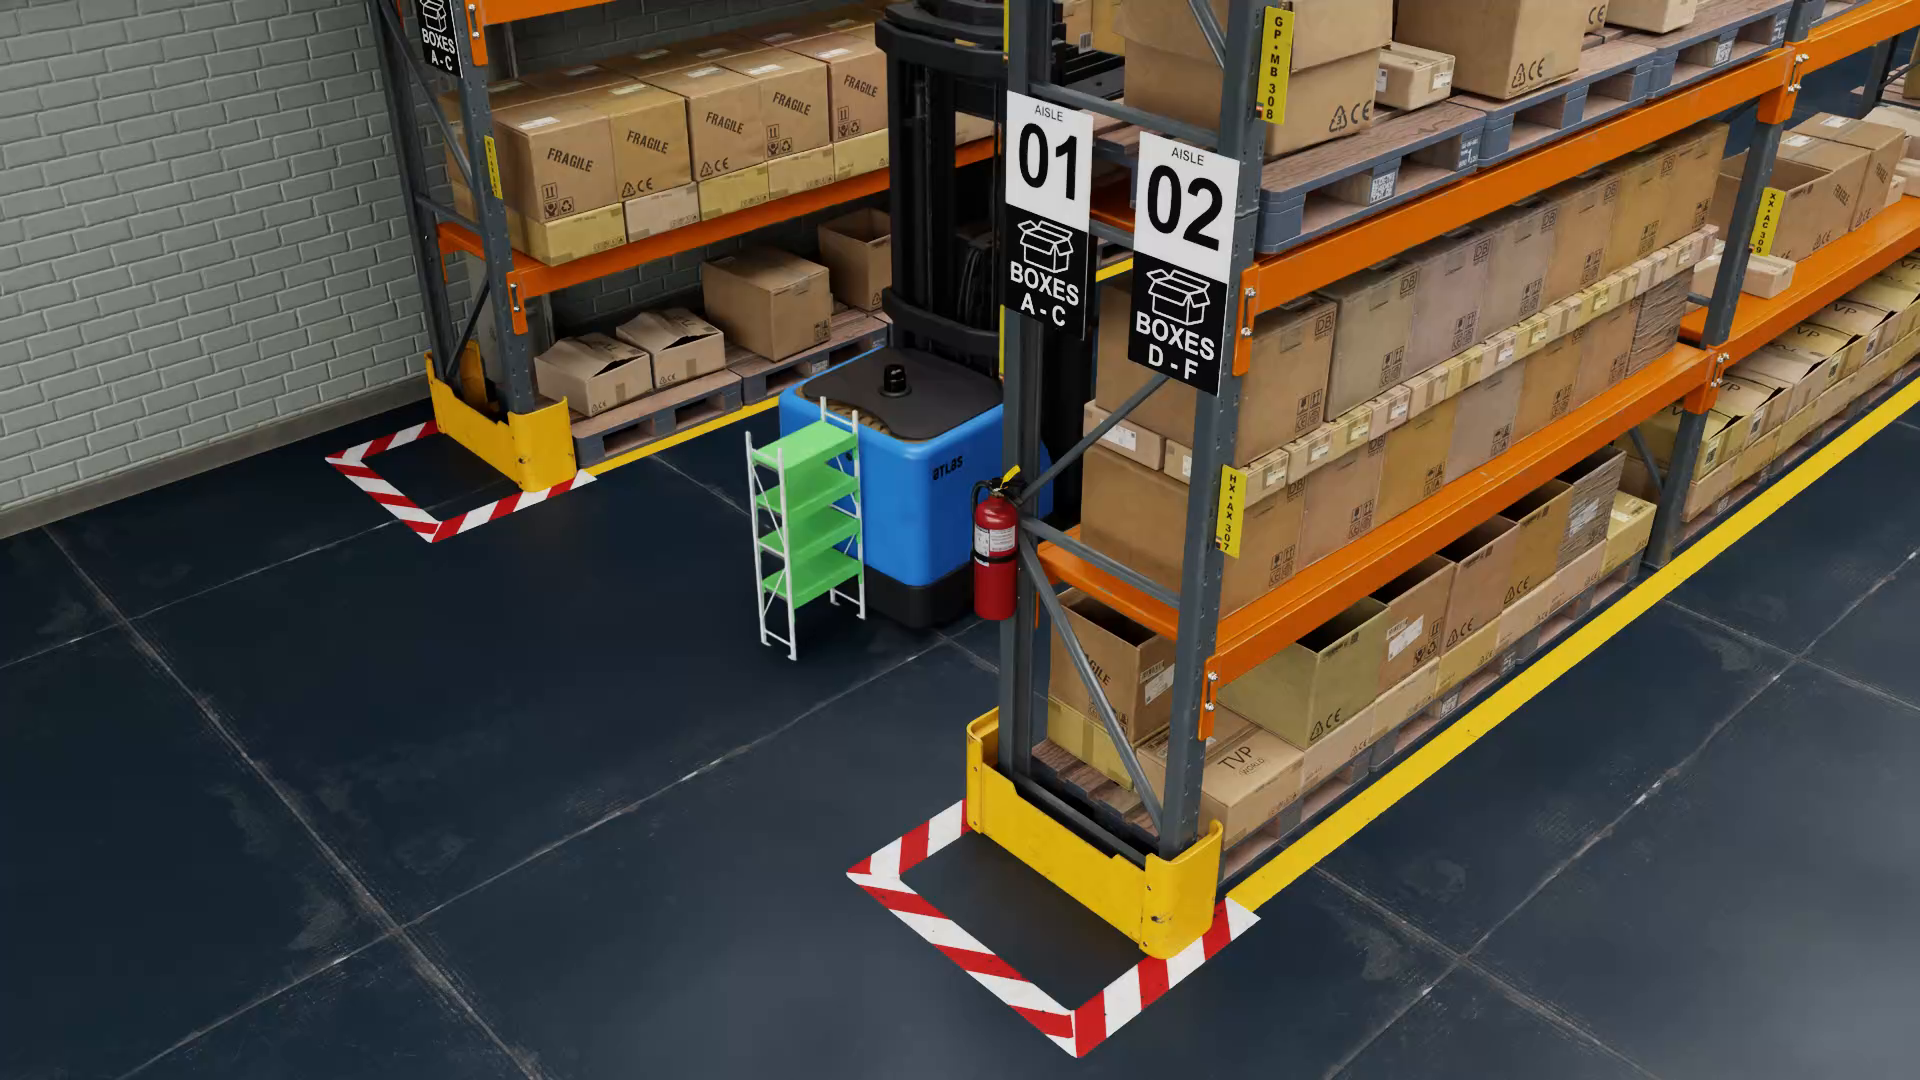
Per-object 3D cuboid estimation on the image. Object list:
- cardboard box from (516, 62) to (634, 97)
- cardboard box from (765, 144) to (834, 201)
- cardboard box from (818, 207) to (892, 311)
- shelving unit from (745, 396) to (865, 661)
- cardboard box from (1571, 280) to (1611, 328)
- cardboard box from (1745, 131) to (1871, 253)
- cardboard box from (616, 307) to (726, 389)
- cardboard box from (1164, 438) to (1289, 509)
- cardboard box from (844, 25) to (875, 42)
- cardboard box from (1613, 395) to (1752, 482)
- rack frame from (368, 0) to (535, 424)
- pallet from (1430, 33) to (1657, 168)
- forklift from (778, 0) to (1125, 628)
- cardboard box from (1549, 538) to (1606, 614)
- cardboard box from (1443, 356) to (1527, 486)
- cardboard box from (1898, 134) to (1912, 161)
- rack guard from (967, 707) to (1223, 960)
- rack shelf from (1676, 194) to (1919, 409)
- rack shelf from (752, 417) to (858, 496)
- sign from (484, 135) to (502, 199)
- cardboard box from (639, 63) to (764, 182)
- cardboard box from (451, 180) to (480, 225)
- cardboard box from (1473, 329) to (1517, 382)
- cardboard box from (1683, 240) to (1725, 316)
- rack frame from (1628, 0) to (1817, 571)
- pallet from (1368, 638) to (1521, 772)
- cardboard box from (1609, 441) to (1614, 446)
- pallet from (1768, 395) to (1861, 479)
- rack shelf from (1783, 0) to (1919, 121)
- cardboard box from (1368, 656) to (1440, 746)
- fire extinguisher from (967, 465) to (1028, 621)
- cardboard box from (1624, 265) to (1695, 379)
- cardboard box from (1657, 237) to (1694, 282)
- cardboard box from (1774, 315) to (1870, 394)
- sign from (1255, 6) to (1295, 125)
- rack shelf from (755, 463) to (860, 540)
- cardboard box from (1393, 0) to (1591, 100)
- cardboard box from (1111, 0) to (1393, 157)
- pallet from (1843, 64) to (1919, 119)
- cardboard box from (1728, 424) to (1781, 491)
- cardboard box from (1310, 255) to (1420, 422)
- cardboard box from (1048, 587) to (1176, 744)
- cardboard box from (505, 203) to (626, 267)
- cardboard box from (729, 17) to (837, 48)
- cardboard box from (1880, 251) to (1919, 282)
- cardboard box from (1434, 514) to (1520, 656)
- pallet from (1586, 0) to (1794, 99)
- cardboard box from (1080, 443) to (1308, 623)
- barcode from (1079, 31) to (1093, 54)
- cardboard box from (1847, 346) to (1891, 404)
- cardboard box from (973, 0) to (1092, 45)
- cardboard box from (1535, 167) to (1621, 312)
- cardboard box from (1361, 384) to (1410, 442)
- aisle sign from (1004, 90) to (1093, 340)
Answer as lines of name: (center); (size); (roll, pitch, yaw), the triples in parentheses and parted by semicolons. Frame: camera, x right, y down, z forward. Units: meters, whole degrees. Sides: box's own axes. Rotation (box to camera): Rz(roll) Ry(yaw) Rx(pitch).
cardboard box: (-2.251, -2.488, 9.849); (0.500, 0.500, 0.500); (-25, 39, -35)
cardboard box: (-1.133, -2.343, 10.331); (0.500, 0.250, 0.500); (-25, 40, -35)
cardboard box: (-0.629, -1.957, 11.549); (0.500, 0.500, 0.500); (26, 40, 35)
shelving unit: (-0.746, -0.049, 8.178); (0.258, 1.200, 0.503); (25, 40, 35)
cardboard box: (2.675, -1.106, 7.466); (0.250, 0.149, 0.380); (-26, 40, -36)
cardboard box: (4.804, -1.999, 9.547); (0.500, 0.500, 0.500); (-26, 40, -35)
cardboard box: (-1.841, -1.254, 10.581); (0.500, 0.311, 0.500); (-22, 38, -32)
cardboard box: (0.977, -0.283, 6.119); (0.250, 0.149, 0.380); (-26, 40, -36)
cardboard box: (-0.393, -3.018, 10.716); (0.500, 0.500, 0.500); (-26, 40, -36)
cardboard box: (3.948, -0.622, 9.087); (0.500, 0.311, 0.500); (-26, 40, -35)
rack frame: (-2.828, -1.800, 9.319); (0.127, 3.000, 1.000); (-26, 40, -35)
pallet: (1.974, -1.824, 6.567); (1.213, 0.211, 1.003); (-26, 40, -35)
forklift: (0.418, -1.494, 8.883); (1.130, 2.935, 3.031); (25, 39, 35)
cardboard box: (2.911, 0.090, 8.460); (0.500, 0.250, 0.500); (-26, 40, -35)
cardboard box: (2.027, -0.660, 7.358); (0.500, 0.500, 0.700); (-24, 39, -34)
cardboard box: (5.622, -2.463, 10.488); (0.500, 0.311, 0.500); (-26, 40, -36)
rack guard: (0.525, 1.168, 6.860); (0.348, 0.500, 1.175); (-26, 40, -35)
rack shelf: (4.943, -1.728, 9.890); (4.000, 0.370, 1.077); (-26, 40, -35)
rack shelf: (-0.747, -0.403, 7.960); (0.258, 0.148, 0.480); (25, 40, 35)
sign: (-2.459, -1.962, 8.753); (0.005, 0.325, 0.100); (-26, 40, -35)
cardboard box: (-1.521, -2.471, 9.822); (0.500, 0.500, 0.500); (-27, 41, -37)
cardboard box: (-2.617, -1.985, 9.745); (0.500, 0.250, 0.500); (-25, 39, -35)
cardboard box: (2.105, -0.828, 7.010); (0.250, 0.149, 0.380); (-25, 40, -35)
cardboard box: (3.807, -1.453, 8.894); (0.500, 0.250, 0.500); (-23, 38, -33)
rack frame: (3.476, -1.325, 8.542); (0.127, 3.000, 1.000); (-26, 40, -35)
pallet: (1.969, 0.565, 8.123); (1.213, 0.211, 1.003); (-26, 40, -35)
cardboard box: (3.583, -0.589, 9.572); (0.500, 0.250, 0.500); (-26, 40, -36)
pallet: (4.885, -0.847, 10.432); (1.213, 0.211, 1.003); (-26, 40, -35)
rack shelf: (4.943, -3.007, 9.107); (4.000, 0.370, 1.077); (-26, 40, -35)
cardboard box: (1.818, 0.626, 7.583); (0.500, 0.250, 0.500); (-26, 40, -35)
fire extinguisher: (0.140, -0.009, 6.464); (0.183, 0.674, 0.296); (-26, 40, -35)
cardboard box: (3.155, -1.208, 8.255); (0.500, 0.500, 0.700); (-27, 41, -37)
cardboard box: (3.240, -1.379, 7.913); (0.250, 0.149, 0.380); (-27, 40, -36)
cardboard box: (5.075, -1.168, 9.980); (0.500, 0.311, 0.500); (-25, 39, -34)
sign: (0.916, -1.378, 4.840); (0.005, 0.325, 0.100); (-26, 40, -35)
rack shelf: (-0.746, -0.199, 8.086); (0.258, 0.148, 0.480); (25, 40, 35)
cardboard box: (1.946, -1.952, 6.059); (0.500, 0.500, 0.500); (-26, 40, -35)
cardboard box: (0.967, -1.671, 5.597); (0.637, 0.503, 0.797); (-23, 38, -32)
pallet: (6.858, -2.930, 11.349); (1.003, 0.211, 1.213); (-26, 40, -35)
cardboard box: (4.316, -0.560, 9.524); (0.500, 0.250, 0.500); (-25, 39, -34)
cardboard box: (1.315, -0.871, 6.459); (0.500, 0.500, 0.700); (-27, 41, -37)
cardboard box: (0.734, 0.463, 7.131); (0.500, 0.500, 0.500); (-26, 40, -35)
cardboard box: (-2.254, -1.796, 9.437); (0.500, 0.250, 0.500); (-27, 41, -37)
cardboard box: (-1.133, -3.040, 10.752); (0.500, 0.500, 0.500); (-25, 39, -34)
cardboard box: (6.192, -1.709, 10.866); (0.500, 0.311, 0.500); (-25, 39, -34)
cardboard box: (2.189, 0.131, 7.674); (0.500, 0.500, 0.500); (-26, 40, -35)
pallet: (2.868, -2.255, 7.272); (1.213, 0.211, 1.003); (-26, 40, -35)
cardboard box: (0.894, -0.110, 6.458); (0.500, 0.500, 0.700); (-26, 40, -35)
barcode: (0.436, -1.725, 5.765); (0.075, 0.075, 0.001); (-26, 40, -35)
cardboard box: (5.443, -1.109, 10.421); (0.500, 0.250, 0.500); (-25, 39, -34)
cardboard box: (0.501, -3.617, 11.772); (0.500, 0.500, 0.700); (-26, 40, -35)
cardboard box: (2.418, -1.405, 7.332); (0.500, 0.500, 0.700); (-26, 40, -35)
cardboard box: (1.539, -0.554, 6.563); (0.250, 0.149, 0.380); (-27, 40, -36)
aisle sign: (0.295, -1.105, 5.689); (0.004, 0.787, 0.394); (-26, 40, -35)
